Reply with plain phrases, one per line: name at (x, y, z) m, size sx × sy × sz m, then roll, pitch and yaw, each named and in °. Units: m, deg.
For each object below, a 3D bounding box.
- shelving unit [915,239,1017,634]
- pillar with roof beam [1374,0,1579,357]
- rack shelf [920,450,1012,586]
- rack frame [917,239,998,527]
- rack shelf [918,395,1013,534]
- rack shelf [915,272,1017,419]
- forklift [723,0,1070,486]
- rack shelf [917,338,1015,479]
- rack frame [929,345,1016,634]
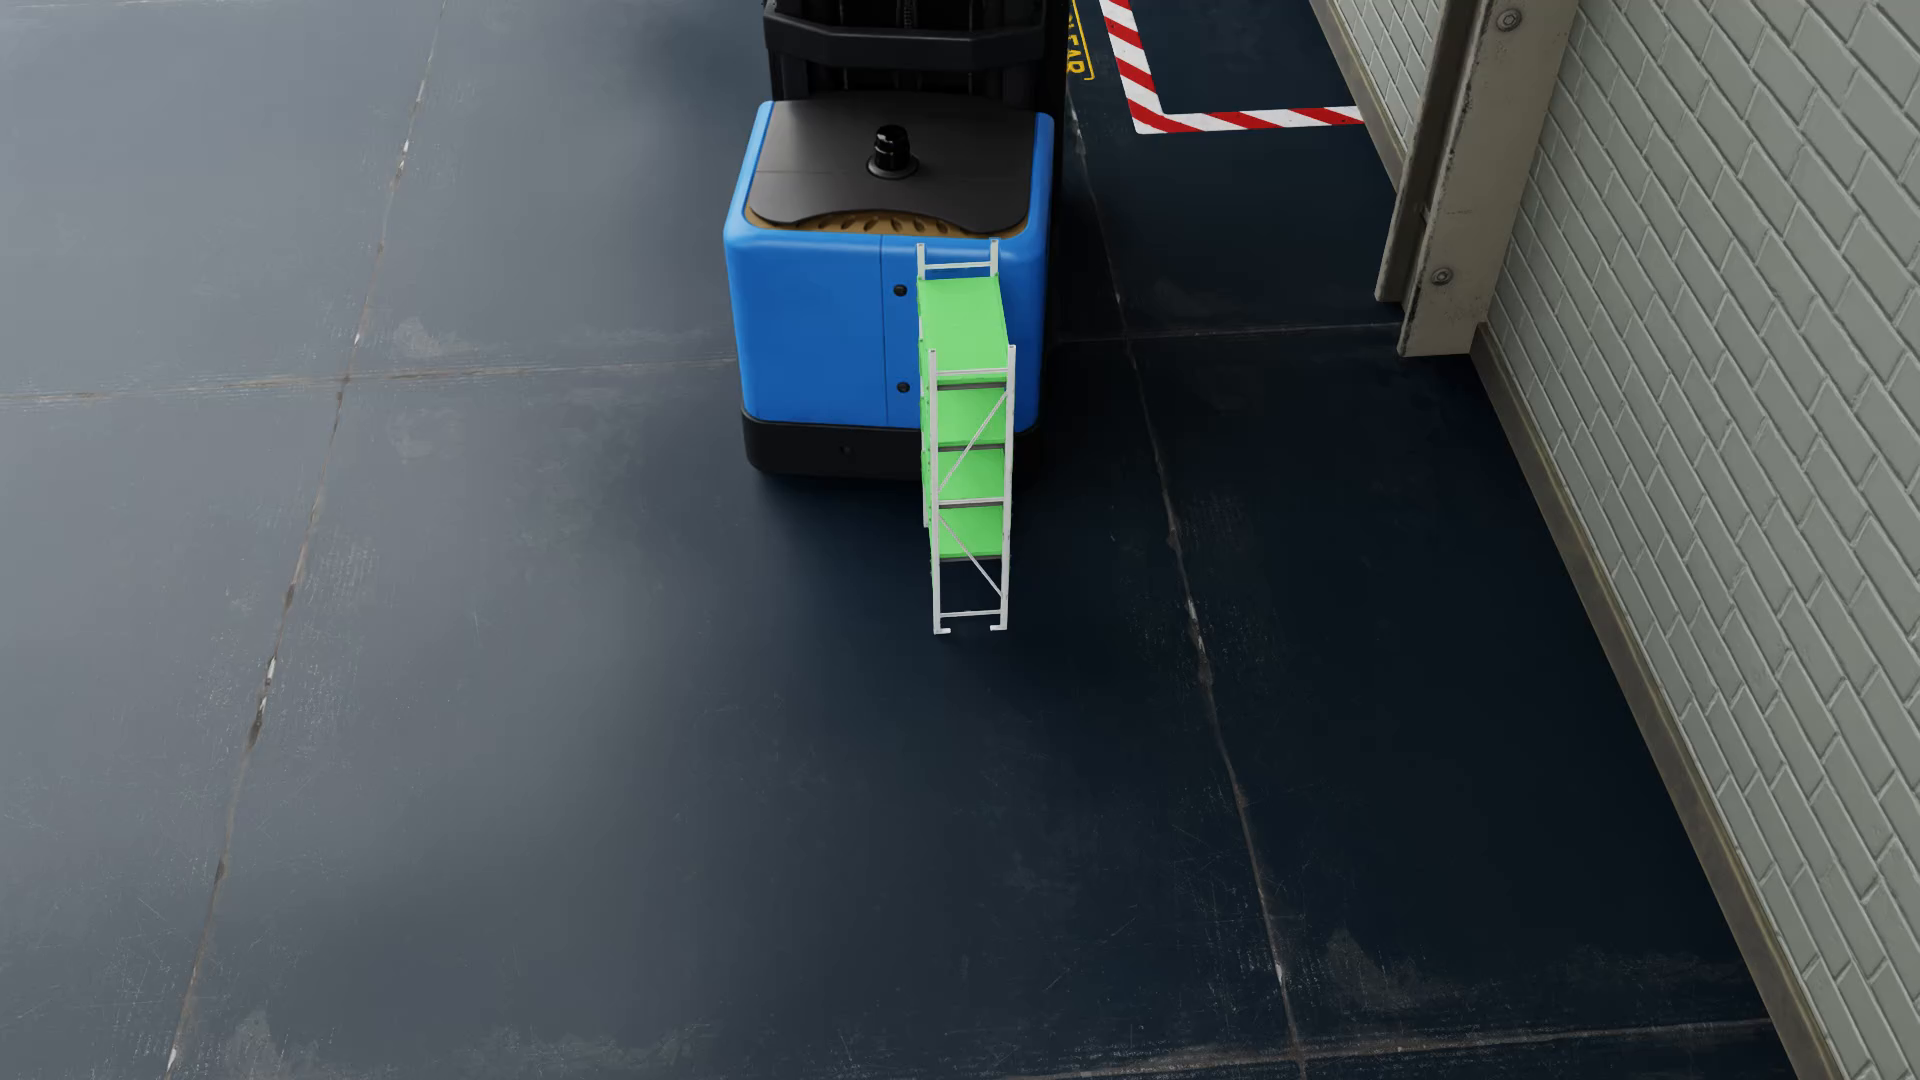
shelving unit at (0.014, -0.293, 5.201) m, size 0.258 × 1.200 × 0.503 m, roll -3°, pitch 47°, yaw -3°
pillar with roof beam at (-2.454, -3.693, 3.050) m, size 9.100 × 9.000 × 0.400 m, roll -3°, pitch 47°, yaw -3°
rack shelf at (0.014, -0.084, 5.422) m, size 0.258 × 0.148 × 0.480 m, roll -3°, pitch 47°, yaw -3°
rack frame at (-0.007, -0.469, 5.368) m, size 0.240 × 1.200 × 0.015 m, roll -3°, pitch 47°, yaw -3°
rack shelf at (0.014, -0.249, 5.247) m, size 0.258 × 0.148 × 0.480 m, roll -3°, pitch 47°, yaw -3°
rack shelf at (0.014, -0.579, 4.899) m, size 0.258 × 0.148 × 0.480 m, roll -3°, pitch 47°, yaw -3°
forklift at (-0.133, -2.267, 5.878) m, size 1.130 × 2.935 × 3.031 m, roll 3°, pitch 47°, yaw 3°
rack shelf at (0.014, -0.414, 5.073) m, size 0.258 × 0.148 × 0.480 m, roll -3°, pitch 47°, yaw -3°
rack frame at (0.034, -0.116, 5.034) m, size 0.240 × 1.200 × 0.015 m, roll -3°, pitch 47°, yaw -3°
